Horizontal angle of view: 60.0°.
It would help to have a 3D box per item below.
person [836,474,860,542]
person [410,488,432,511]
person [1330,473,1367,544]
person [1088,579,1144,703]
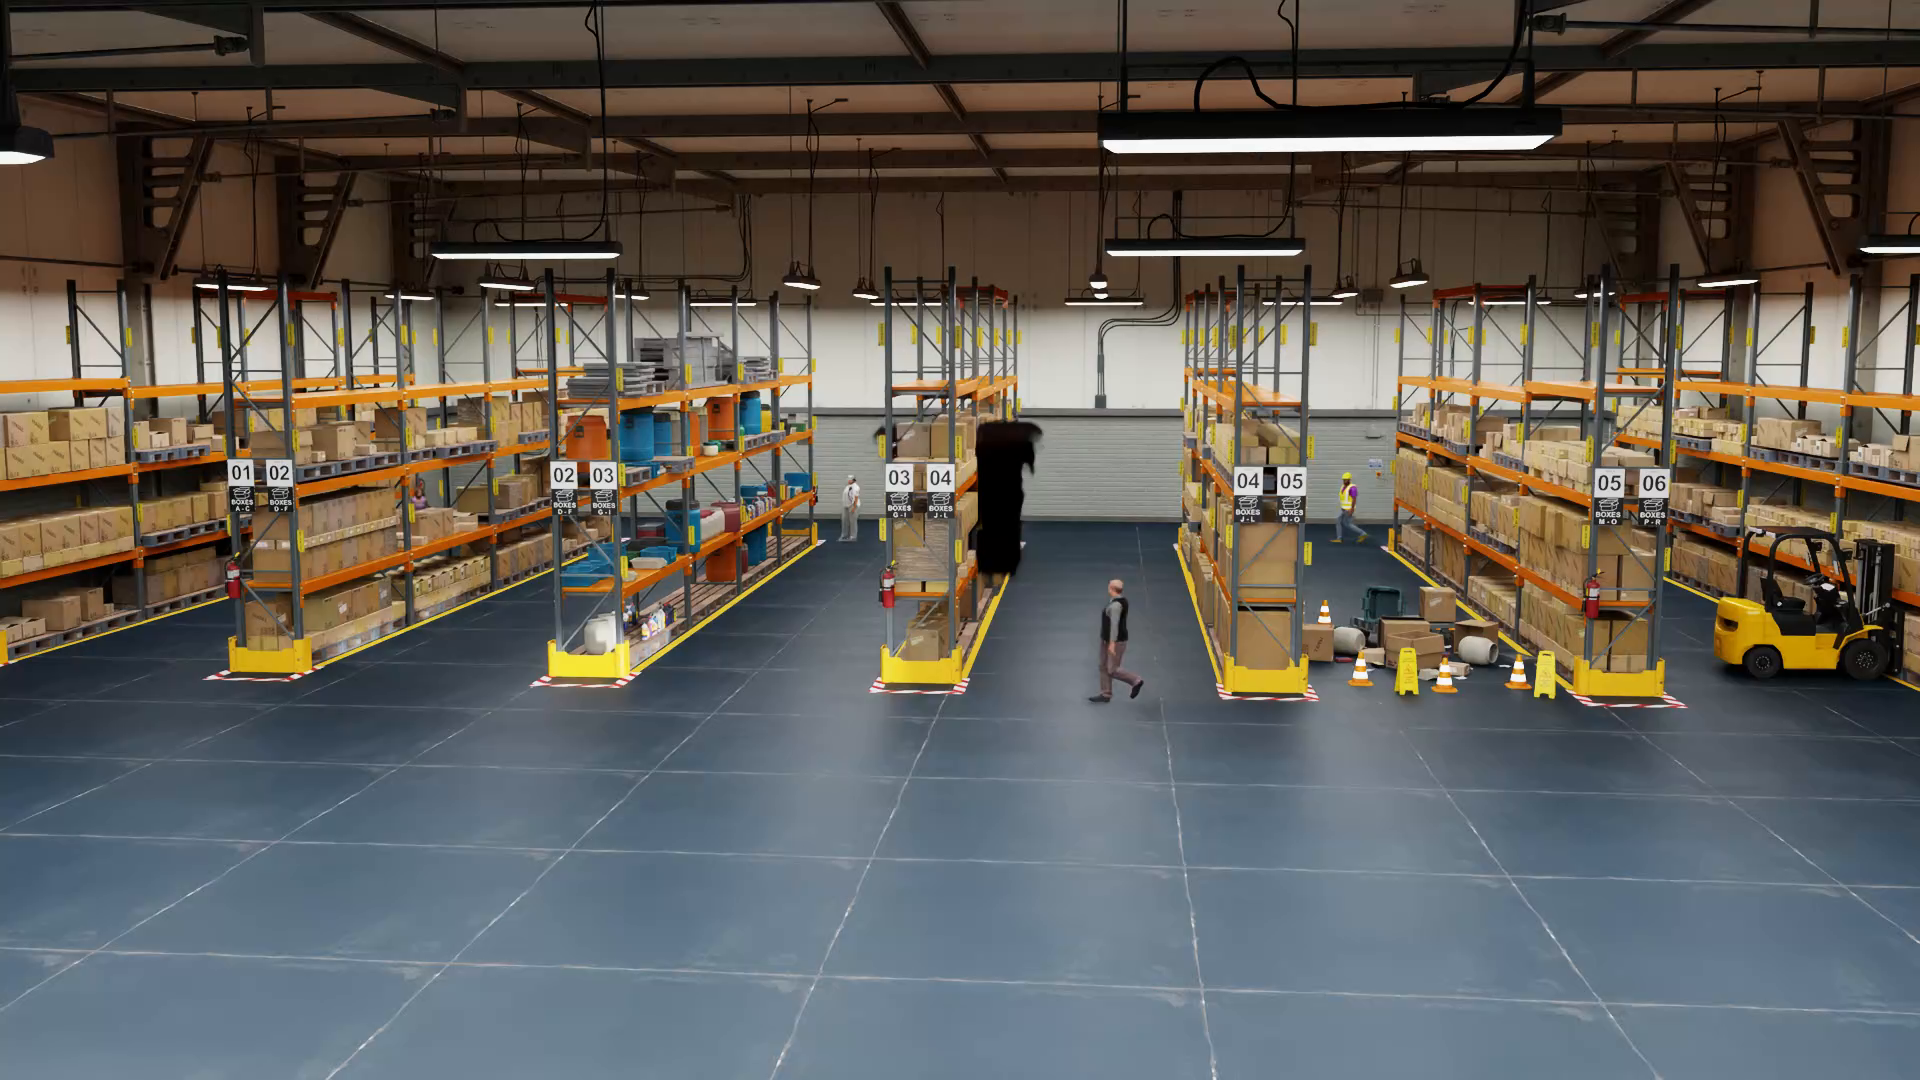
[{"bbox_3d":[-2.737,-0.781,40.976,0.449,1.695,0.588,-6,9,-40],"label":"person"},{"bbox_3d":[-12.504,-0.434,38.517,0.553,1.588,0.648,1,7,8],"label":"person"},{"bbox_3d":[9.427,-0.767,40.361,0.831,1.728,0.592,0,7,3],"label":"person"},{"bbox_3d":[2.155,1.389,22.780,0.691,1.713,0.519,-3,7,-20],"label":"person"}]
